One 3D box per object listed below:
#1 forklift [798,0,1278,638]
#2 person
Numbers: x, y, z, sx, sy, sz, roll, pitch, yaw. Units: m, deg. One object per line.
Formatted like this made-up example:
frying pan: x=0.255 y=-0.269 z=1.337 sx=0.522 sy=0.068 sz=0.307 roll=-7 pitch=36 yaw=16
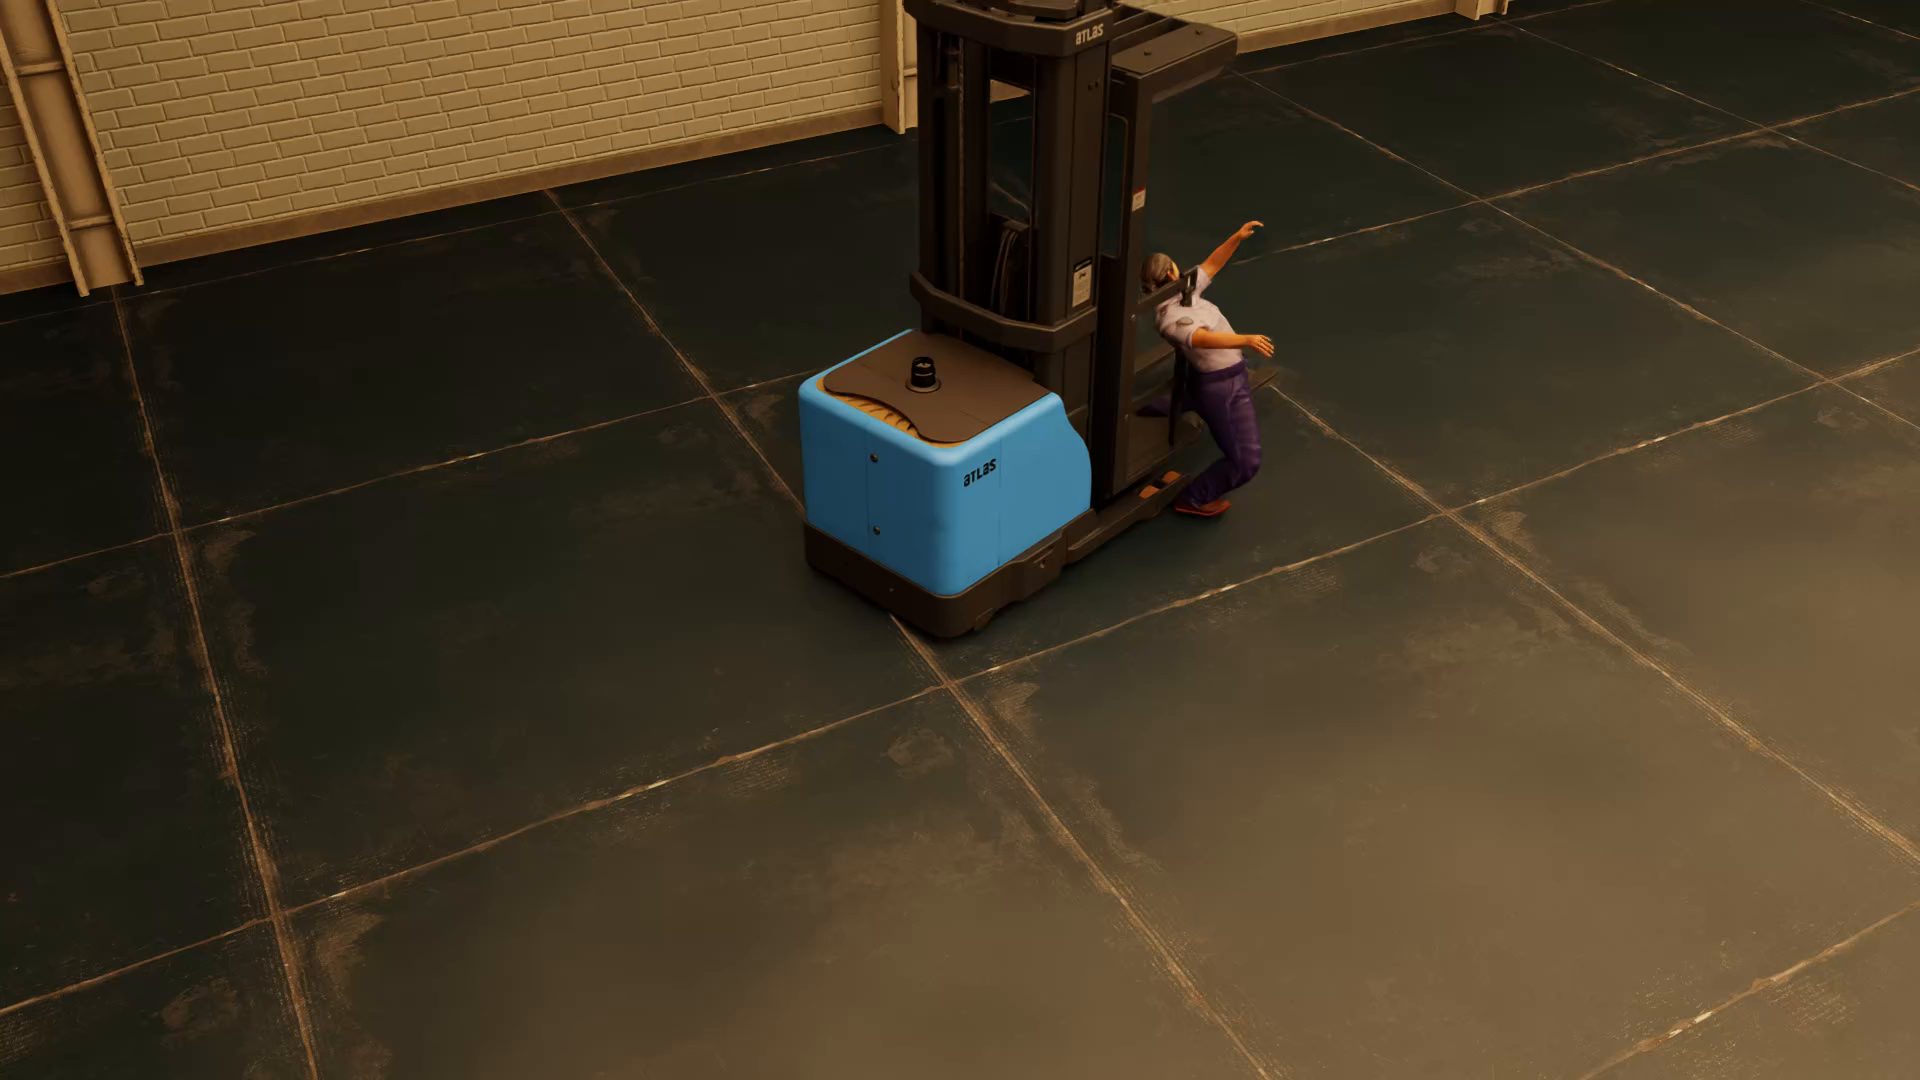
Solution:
forklift: x=0.584 y=-1.496 z=8.239 sx=1.130 sy=2.935 sz=3.031 roll=28 pitch=44 yaw=34
person: x=1.236 y=-0.815 z=8.461 sx=0.629 sy=1.513 sz=1.056 roll=-4 pitch=35 yaw=-5
